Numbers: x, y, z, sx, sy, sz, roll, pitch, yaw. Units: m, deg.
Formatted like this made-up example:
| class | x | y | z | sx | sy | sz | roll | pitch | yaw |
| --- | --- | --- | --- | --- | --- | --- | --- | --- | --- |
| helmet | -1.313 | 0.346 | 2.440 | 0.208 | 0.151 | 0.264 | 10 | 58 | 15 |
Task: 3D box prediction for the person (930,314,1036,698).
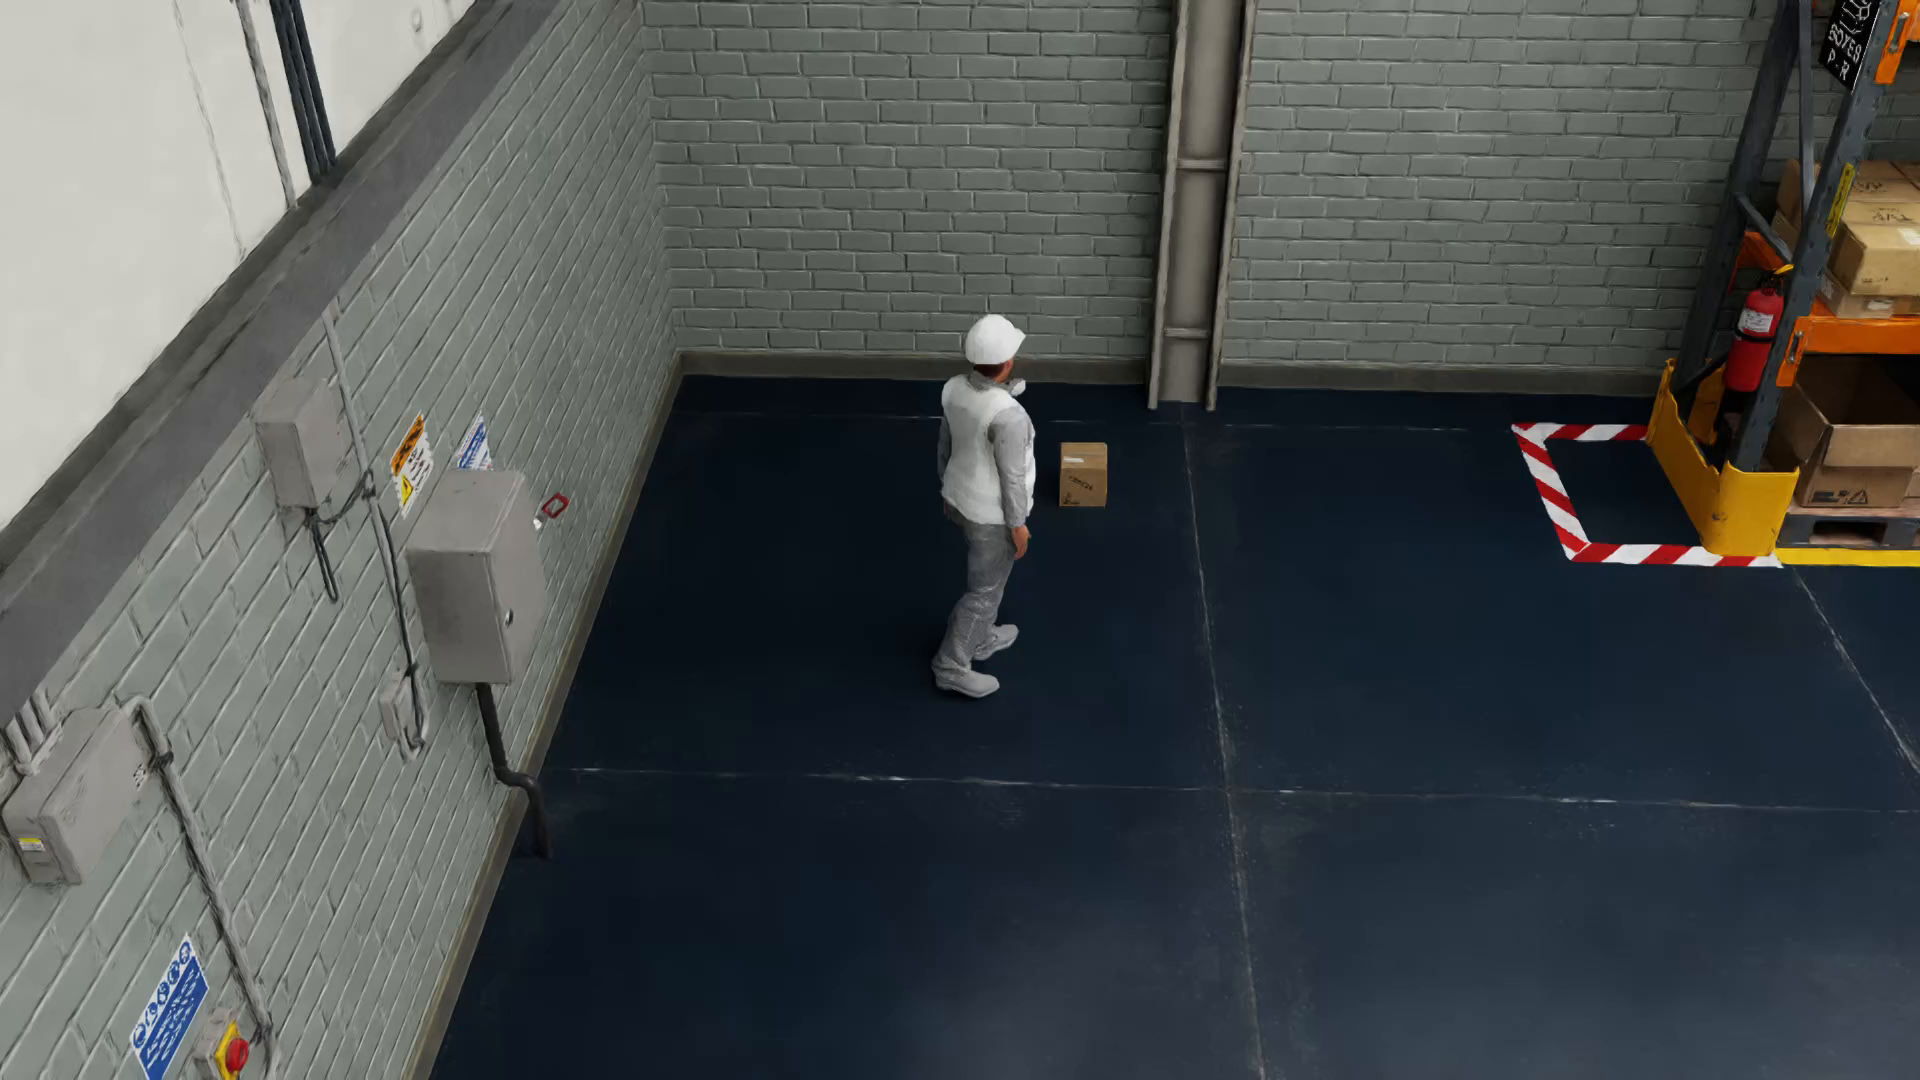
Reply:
| class | x | y | z | sx | sy | sz | roll | pitch | yaw |
| --- | --- | --- | --- | --- | --- | --- | --- | --- | --- |
| person | 0.075 | -0.150 | 7.309 | 0.556 | 1.762 | 0.566 | -19 | 40 | -25 |
